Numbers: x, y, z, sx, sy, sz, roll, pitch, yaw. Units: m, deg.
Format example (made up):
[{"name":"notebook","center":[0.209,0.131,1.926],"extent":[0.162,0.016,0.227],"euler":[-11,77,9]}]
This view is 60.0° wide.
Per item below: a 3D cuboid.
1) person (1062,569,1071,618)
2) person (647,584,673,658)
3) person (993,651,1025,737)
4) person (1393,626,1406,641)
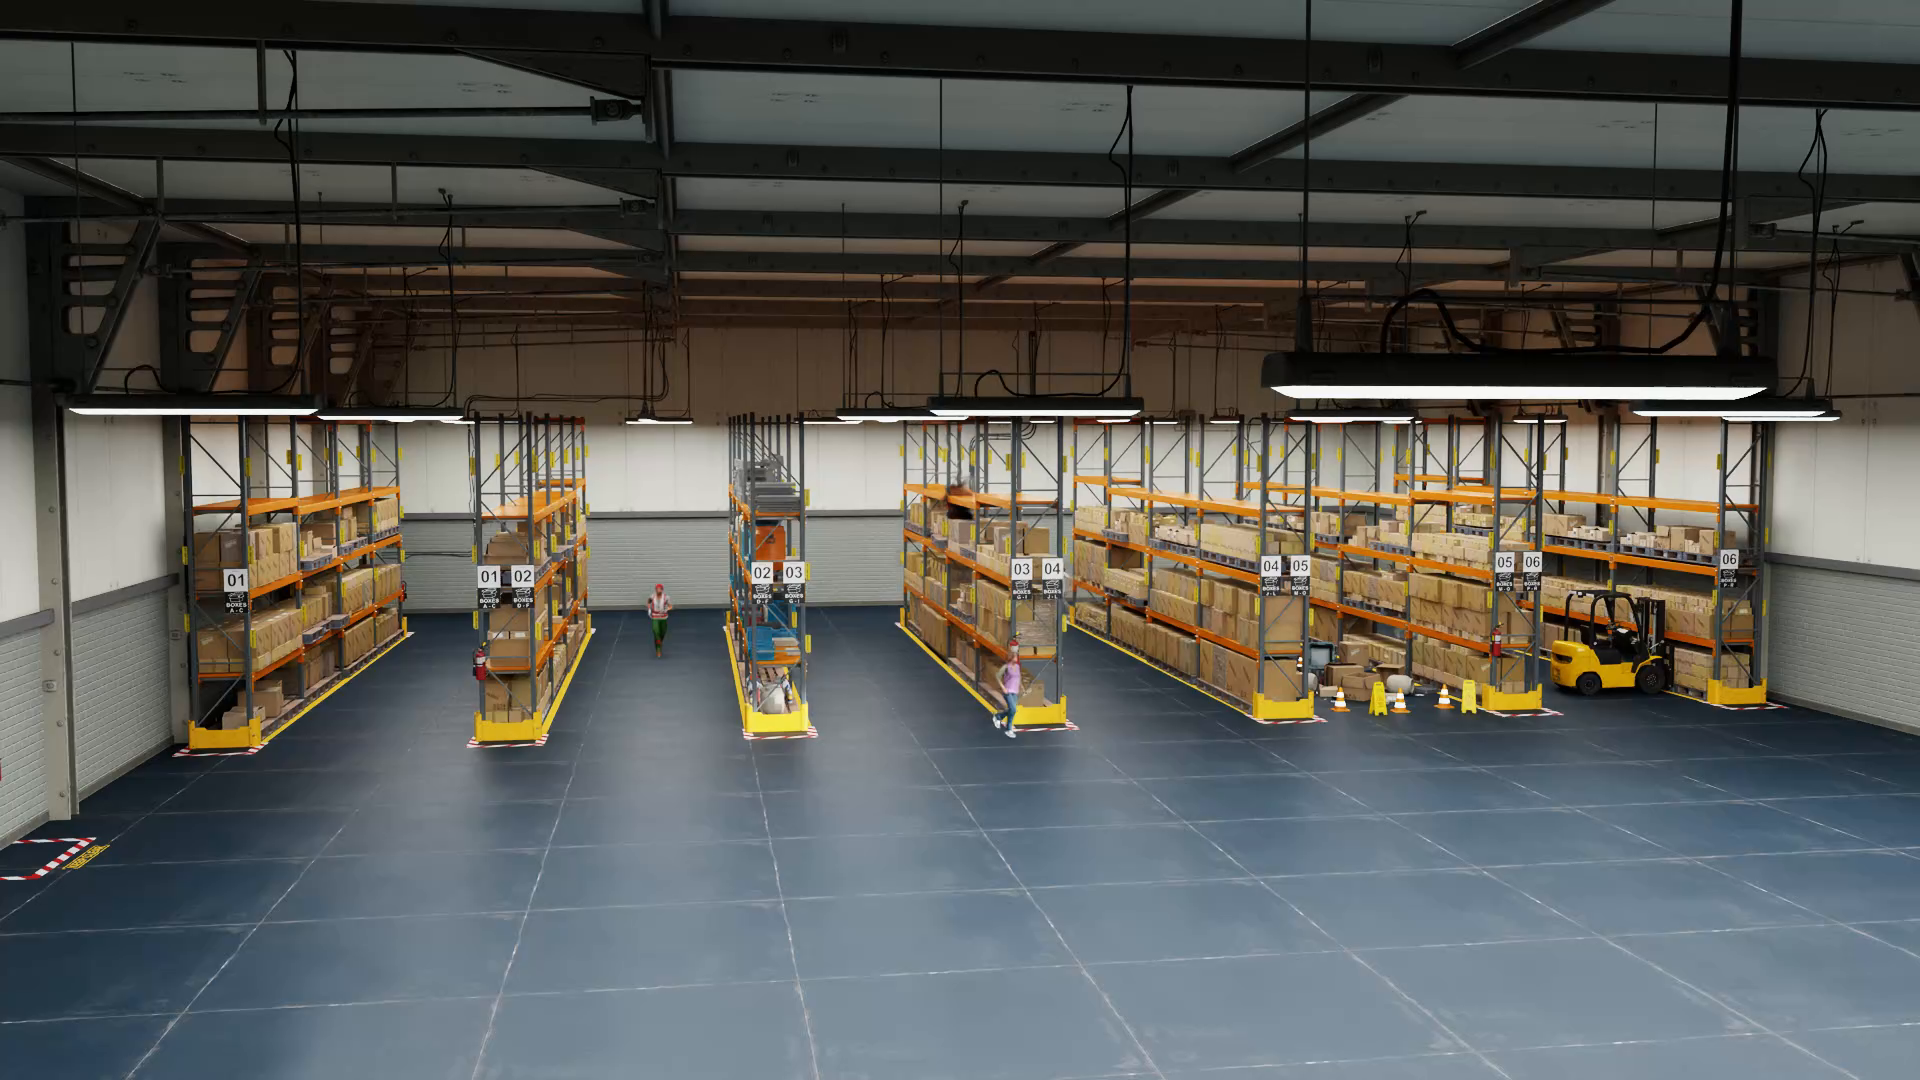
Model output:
[{"name":"person","center":[3.031,1.540,49.404],"extent":[0.860,1.692,0.582],"euler":[-1,4,-20]},{"name":"person","center":[-7.536,1.999,41.823],"extent":[0.623,1.813,1.134],"euler":[-1,4,-16]},{"name":"person","center":[0.902,2.851,30.984],"extent":[0.602,1.568,0.587],"euler":[4,5,44]},{"name":"person","center":[11.597,1.878,43.725],"extent":[0.714,1.823,0.715],"euler":[-1,4,-10]}]
